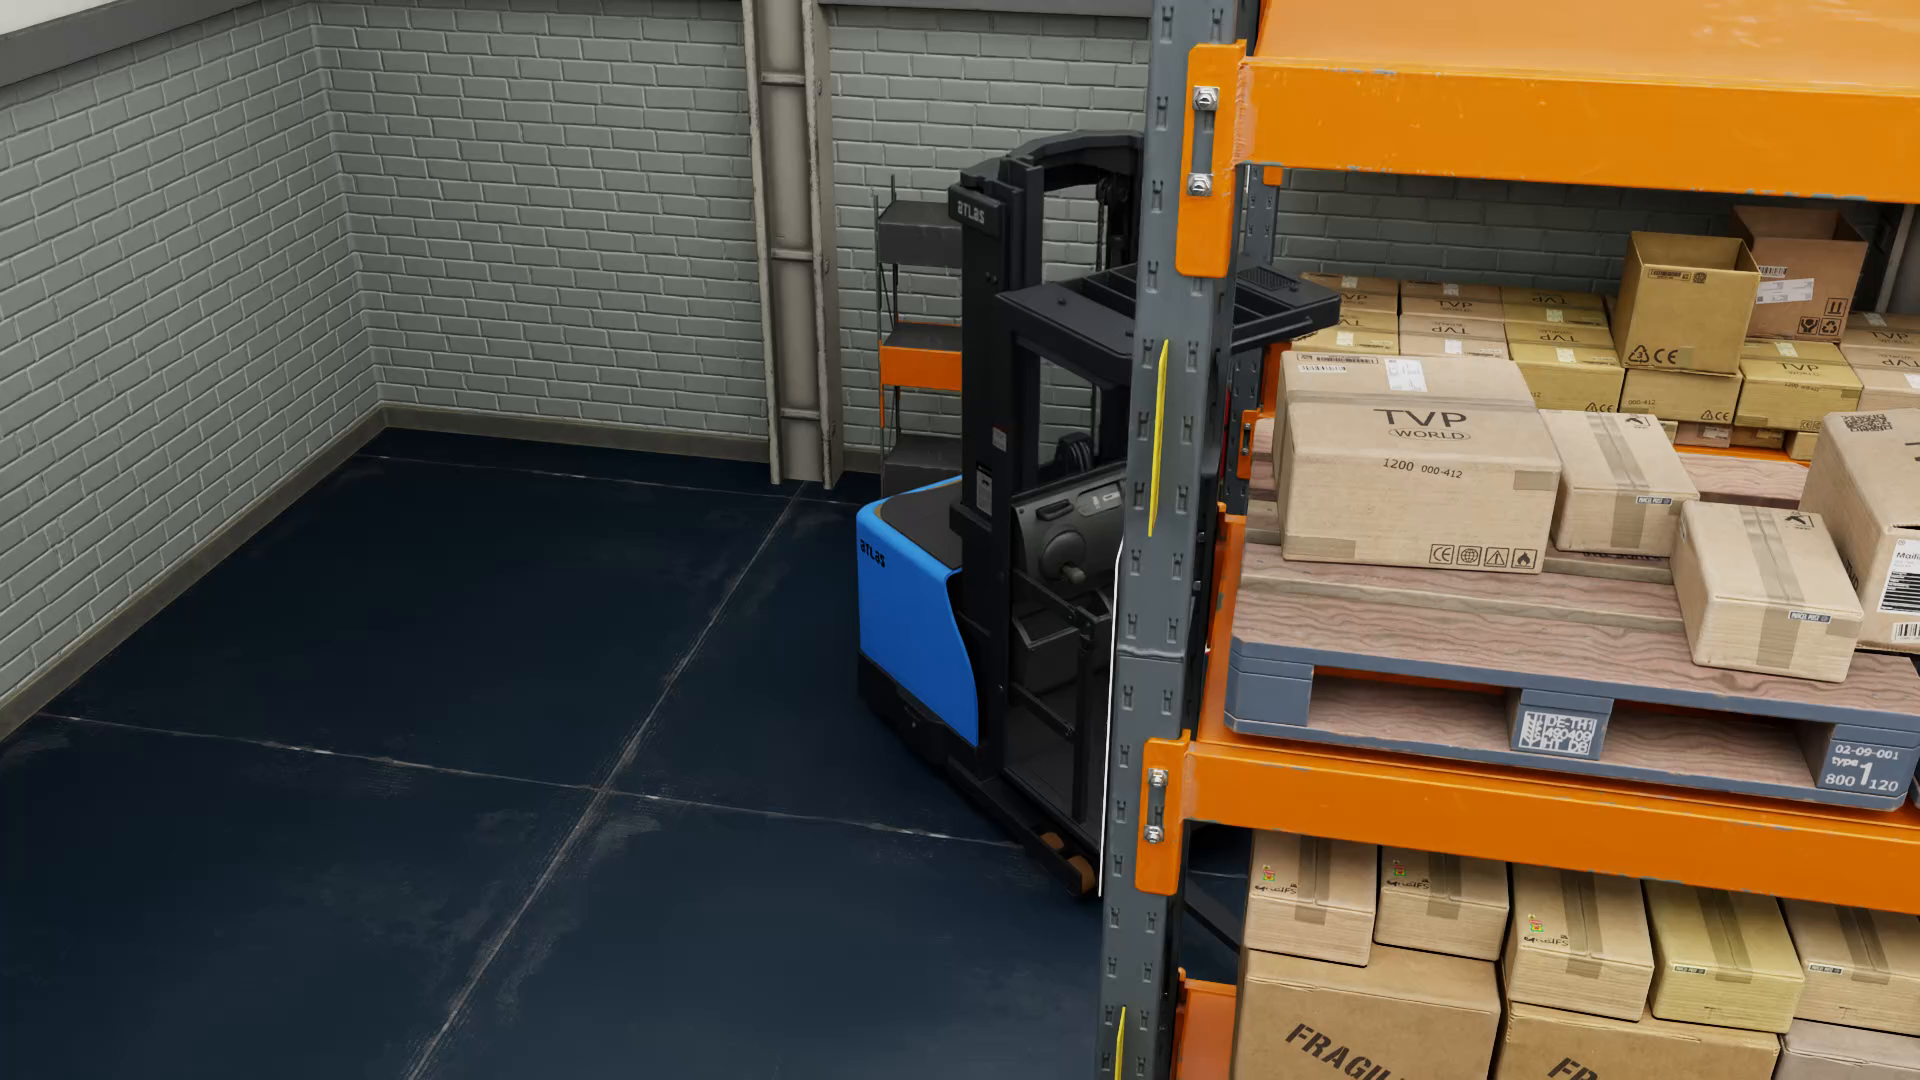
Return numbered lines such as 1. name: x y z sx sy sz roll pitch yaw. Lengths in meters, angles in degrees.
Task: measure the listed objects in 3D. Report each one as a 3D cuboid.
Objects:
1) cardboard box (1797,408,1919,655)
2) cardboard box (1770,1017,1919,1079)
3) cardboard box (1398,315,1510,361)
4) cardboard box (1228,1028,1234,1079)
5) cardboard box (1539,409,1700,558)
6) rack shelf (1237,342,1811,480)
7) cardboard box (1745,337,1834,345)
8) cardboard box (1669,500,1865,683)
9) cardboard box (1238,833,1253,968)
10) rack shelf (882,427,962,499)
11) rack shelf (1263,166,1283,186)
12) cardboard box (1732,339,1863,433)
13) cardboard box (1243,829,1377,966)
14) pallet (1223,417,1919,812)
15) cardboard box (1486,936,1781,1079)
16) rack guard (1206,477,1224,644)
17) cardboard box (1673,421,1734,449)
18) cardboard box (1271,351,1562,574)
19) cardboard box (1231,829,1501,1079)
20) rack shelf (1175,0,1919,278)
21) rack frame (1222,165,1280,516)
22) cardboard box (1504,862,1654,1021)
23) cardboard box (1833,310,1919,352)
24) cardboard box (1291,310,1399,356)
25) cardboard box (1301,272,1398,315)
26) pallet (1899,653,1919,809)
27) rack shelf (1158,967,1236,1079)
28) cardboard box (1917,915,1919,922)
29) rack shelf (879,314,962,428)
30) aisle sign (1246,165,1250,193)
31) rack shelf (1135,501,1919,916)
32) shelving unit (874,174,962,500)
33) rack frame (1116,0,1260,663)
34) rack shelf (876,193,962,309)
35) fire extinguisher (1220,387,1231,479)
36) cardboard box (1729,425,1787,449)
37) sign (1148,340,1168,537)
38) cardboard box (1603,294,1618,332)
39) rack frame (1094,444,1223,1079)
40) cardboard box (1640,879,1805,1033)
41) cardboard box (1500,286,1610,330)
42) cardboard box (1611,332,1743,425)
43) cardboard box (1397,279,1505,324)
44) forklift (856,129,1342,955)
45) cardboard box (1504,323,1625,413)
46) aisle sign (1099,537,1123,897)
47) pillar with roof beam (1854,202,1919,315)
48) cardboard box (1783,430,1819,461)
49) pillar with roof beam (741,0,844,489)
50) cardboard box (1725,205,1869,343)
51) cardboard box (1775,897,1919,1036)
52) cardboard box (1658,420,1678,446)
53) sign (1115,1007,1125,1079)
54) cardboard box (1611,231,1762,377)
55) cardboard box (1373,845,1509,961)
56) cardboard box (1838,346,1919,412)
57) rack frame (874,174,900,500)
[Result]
1. cardboard box: 1.911 -0.028 3.105 0.500 0.311 0.500 6 29 11
2. cardboard box: 1.880 1.100 3.473 0.500 0.500 0.500 6 29 10
3. cardboard box: 2.371 -0.870 8.062 0.500 0.250 0.500 6 29 11
4. cardboard box: 0.867 1.443 3.887 0.500 0.500 0.500 6 29 10
5. cardboard box: 1.344 -0.123 3.447 0.250 0.149 0.380 4 29 7
6. rack shelf: 3.447 -0.512 8.310 4.000 0.370 1.077 6 29 11
7. cardboard box: 3.979 -0.968 8.240 0.500 0.250 0.500 6 29 12
8. cardboard box: 1.474 0.087 3.064 0.250 0.149 0.380 7 29 12
9. cardboard box: 0.979 0.758 4.097 0.500 0.500 0.500 7 29 12
10. rack shelf: -0.162 -0.312 9.619 0.480 0.518 0.431 6 29 11
11. rack shelf: 3.447 -1.828 7.590 4.000 0.370 1.077 6 29 11
12. cardboard box: 3.876 -0.727 7.802 0.500 0.250 0.500 6 29 10
13. cardboard box: 0.747 0.702 3.523 0.250 0.149 0.380 6 29 12
14. pallet: 1.186 0.096 3.419 1.213 0.211 1.003 6 29 11
15. cardboard box: 1.375 1.052 3.560 0.500 0.500 0.500 5 29 9
16. rack guard: 1.565 0.076 9.090 0.348 0.500 1.175 6 29 11
17. cardboard box: 3.533 -0.593 7.971 0.250 0.149 0.380 6 29 10
18. cardboard box: 0.917 -0.172 3.431 0.500 0.250 0.500 3 29 6
19. cardboard box: 0.868 1.003 3.649 0.500 0.500 0.500 5 29 9
20. rack shelf: 2.414 -0.636 2.707 4.000 0.370 1.077 6 29 11
21. rack frame: 1.491 -1.028 8.504 0.127 3.000 1.000 6 29 11
22. cardboard box: 1.249 0.775 3.390 0.250 0.149 0.380 7 29 12
23. cardboard box: 4.483 -0.915 8.144 0.500 0.250 0.500 6 29 10
24. cardboard box: 1.878 -0.921 8.154 0.500 0.250 0.500 6 29 11
25. cardboard box: 1.996 -1.171 8.612 0.500 0.250 0.500 7 29 12
26. pallet: 2.382 0.217 3.198 1.213 0.211 1.003 6 29 11
27. rack shelf: 2.414 1.820 4.052 4.000 0.370 1.077 6 29 11
28. cardboard box: 2.013 0.839 3.273 0.250 0.149 0.380 6 29 11
29. rack shelf: -0.162 -0.926 9.283 0.480 0.518 0.431 6 29 11
30. aisle sign: 1.363 -2.037 7.640 0.004 0.787 0.394 6 29 11
31. rack shelf: 2.414 0.504 3.331 4.000 0.370 1.077 6 29 11
32. shelving unit: -0.162 -0.938 9.276 0.503 2.100 0.431 6 29 11
33. rack frame: 0.458 -1.328 2.805 0.127 3.000 1.000 6 29 11
34. rack shelf: -0.162 -1.540 8.946 0.480 0.518 0.431 6 29 11
35. fire extinguisher: 1.251 -0.628 8.243 0.183 0.674 0.296 6 29 11
36. cardboard box: 3.784 -0.590 7.966 0.250 0.149 0.380 6 29 11
37. sign: 0.336 -0.170 2.821 0.005 0.325 0.100 6 29 11
38. cardboard box: 3.495 -1.014 8.326 0.500 0.250 0.500 6 29 10
39. rack frame: 0.458 1.304 4.245 0.127 3.000 1.000 6 29 11
40. cardboard box: 1.510 0.793 3.357 0.250 0.149 0.380 5 29 9
41. cardboard box: 2.983 -1.067 8.422 0.500 0.250 0.500 7 29 12
42. cardboard box: 3.372 -0.780 7.897 0.500 0.250 0.500 5 29 9
43. cardboard box: 2.500 -1.119 8.516 0.500 0.250 0.500 6 29 11
44. forklift: 0.746 -0.050 6.789 1.130 2.935 3.031 -18 34 -30
45. cardboard box: 2.868 -0.821 7.972 0.500 0.250 0.500 5 29 10
46. aisle sign: 0.327 0.292 3.385 0.004 0.787 0.394 6 29 11
47. pillar with roof beam: 4.011 -1.730 3.538 0.400 9.000 9.100 6 29 11
48. cardboard box: 4.013 -0.512 7.823 0.250 0.149 0.380 5 29 10
49. pillar with roof beam: -1.857 -2.331 4.637 0.400 9.000 9.100 6 29 11
50. cardboard box: 4.002 -1.295 8.057 0.500 0.500 0.500 5 29 9
51. cardboard box: 1.778 0.794 3.354 0.250 0.149 0.380 6 29 11
52. cardboard box: 3.266 -0.587 7.959 0.250 0.149 0.380 7 29 12
53. sign: 0.336 1.149 3.543 0.005 0.325 0.100 6 29 11
54. cardboard box: 3.345 -1.099 7.700 0.500 0.500 0.500 7 29 12
55. cardboard box: 1.019 0.695 3.536 0.250 0.149 0.380 7 29 12
56. cardboard box: 4.361 -0.671 7.699 0.500 0.250 0.500 6 29 11
57. rack frame: -0.401 -0.962 9.321 0.015 2.100 0.400 6 29 11
